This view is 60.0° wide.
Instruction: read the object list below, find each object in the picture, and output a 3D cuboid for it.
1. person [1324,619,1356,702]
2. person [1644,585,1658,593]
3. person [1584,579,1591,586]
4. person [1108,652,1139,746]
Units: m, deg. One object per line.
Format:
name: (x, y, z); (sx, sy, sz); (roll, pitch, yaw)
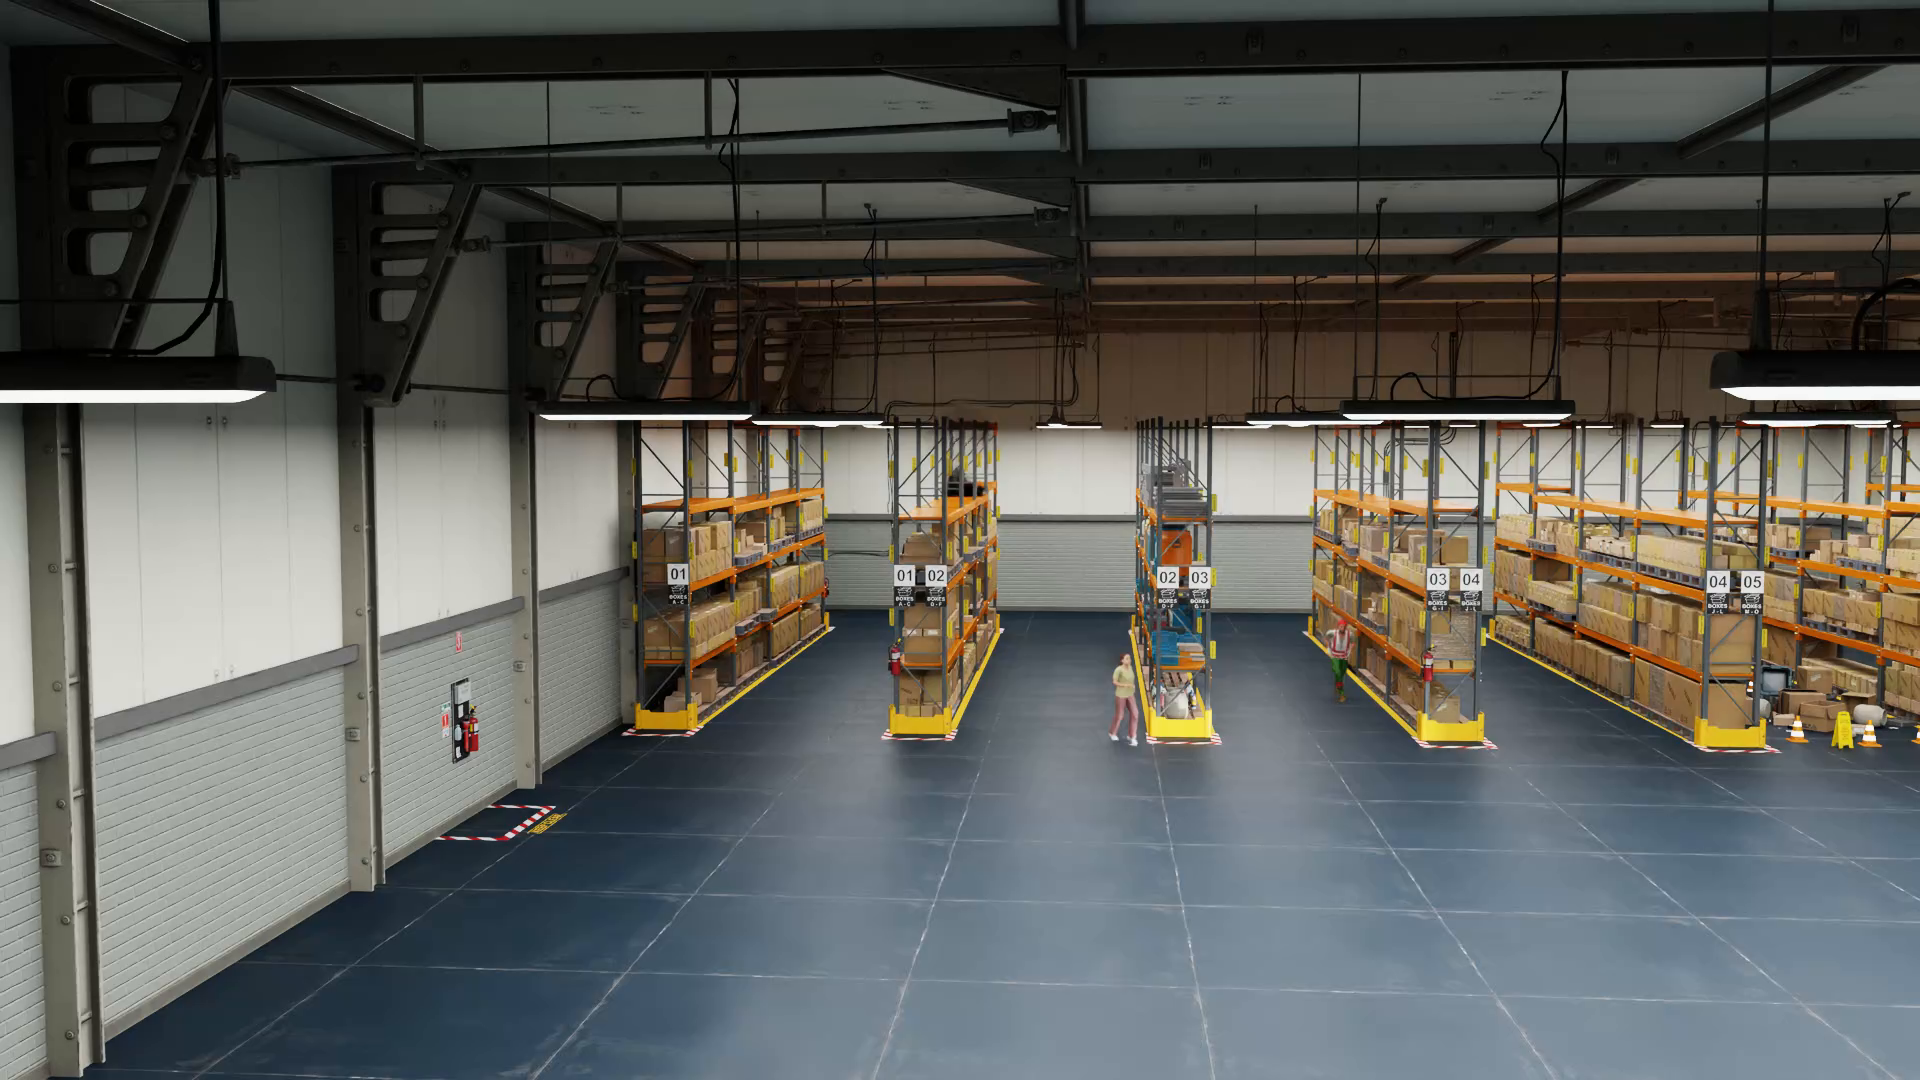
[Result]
person: (8.131, 2.550, 35.667); (0.670, 1.780, 0.996); (0, 4, 6)
person: (19.585, 1.807, 47.307); (0.624, 1.654, 0.671); (1, 4, 14)
person: (16.924, 1.911, 45.052); (0.668, 1.742, 0.521); (0, 4, -4)
person: (3.002, 2.903, 30.488); (0.587, 1.728, 0.738); (-2, 4, -32)
